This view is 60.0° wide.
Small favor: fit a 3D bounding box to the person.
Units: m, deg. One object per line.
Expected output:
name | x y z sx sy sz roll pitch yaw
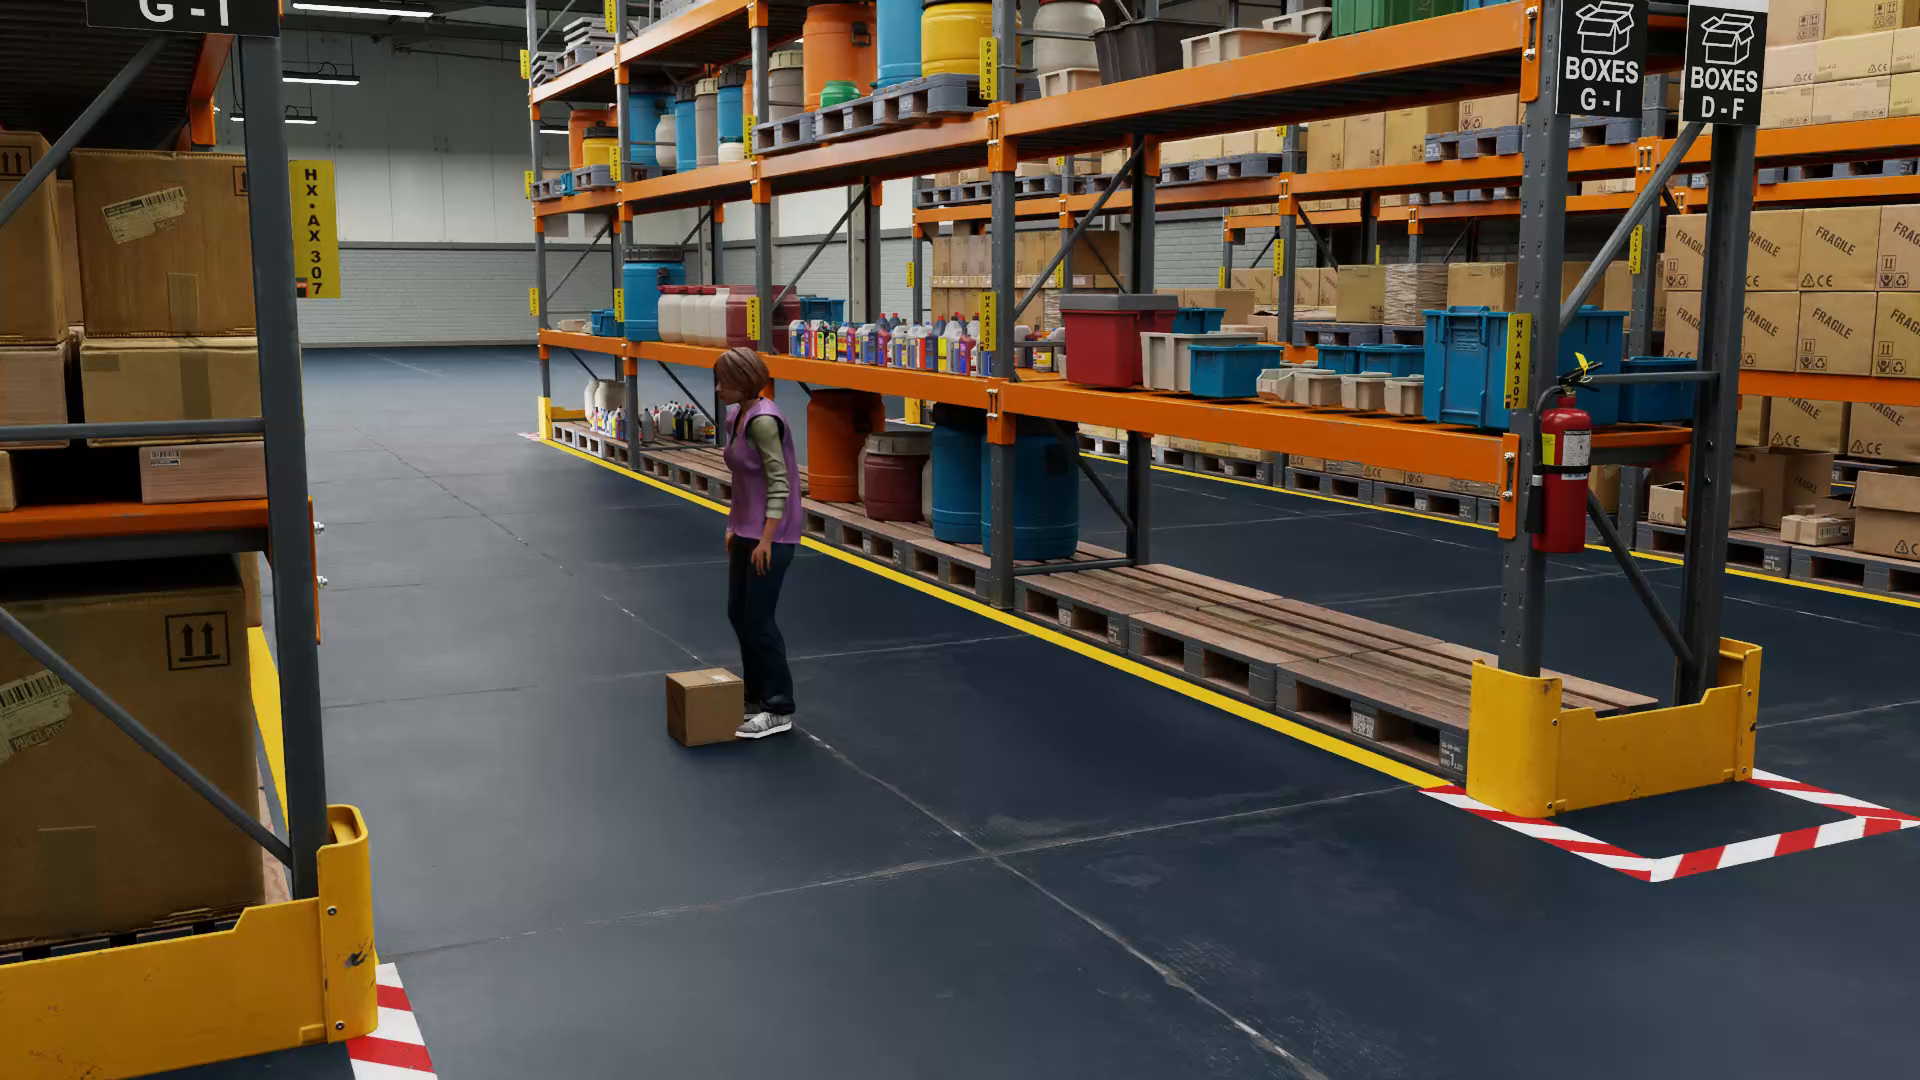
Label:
person | -0.836 0.004 6.860 0.343 1.593 0.461 -4 10 -25
